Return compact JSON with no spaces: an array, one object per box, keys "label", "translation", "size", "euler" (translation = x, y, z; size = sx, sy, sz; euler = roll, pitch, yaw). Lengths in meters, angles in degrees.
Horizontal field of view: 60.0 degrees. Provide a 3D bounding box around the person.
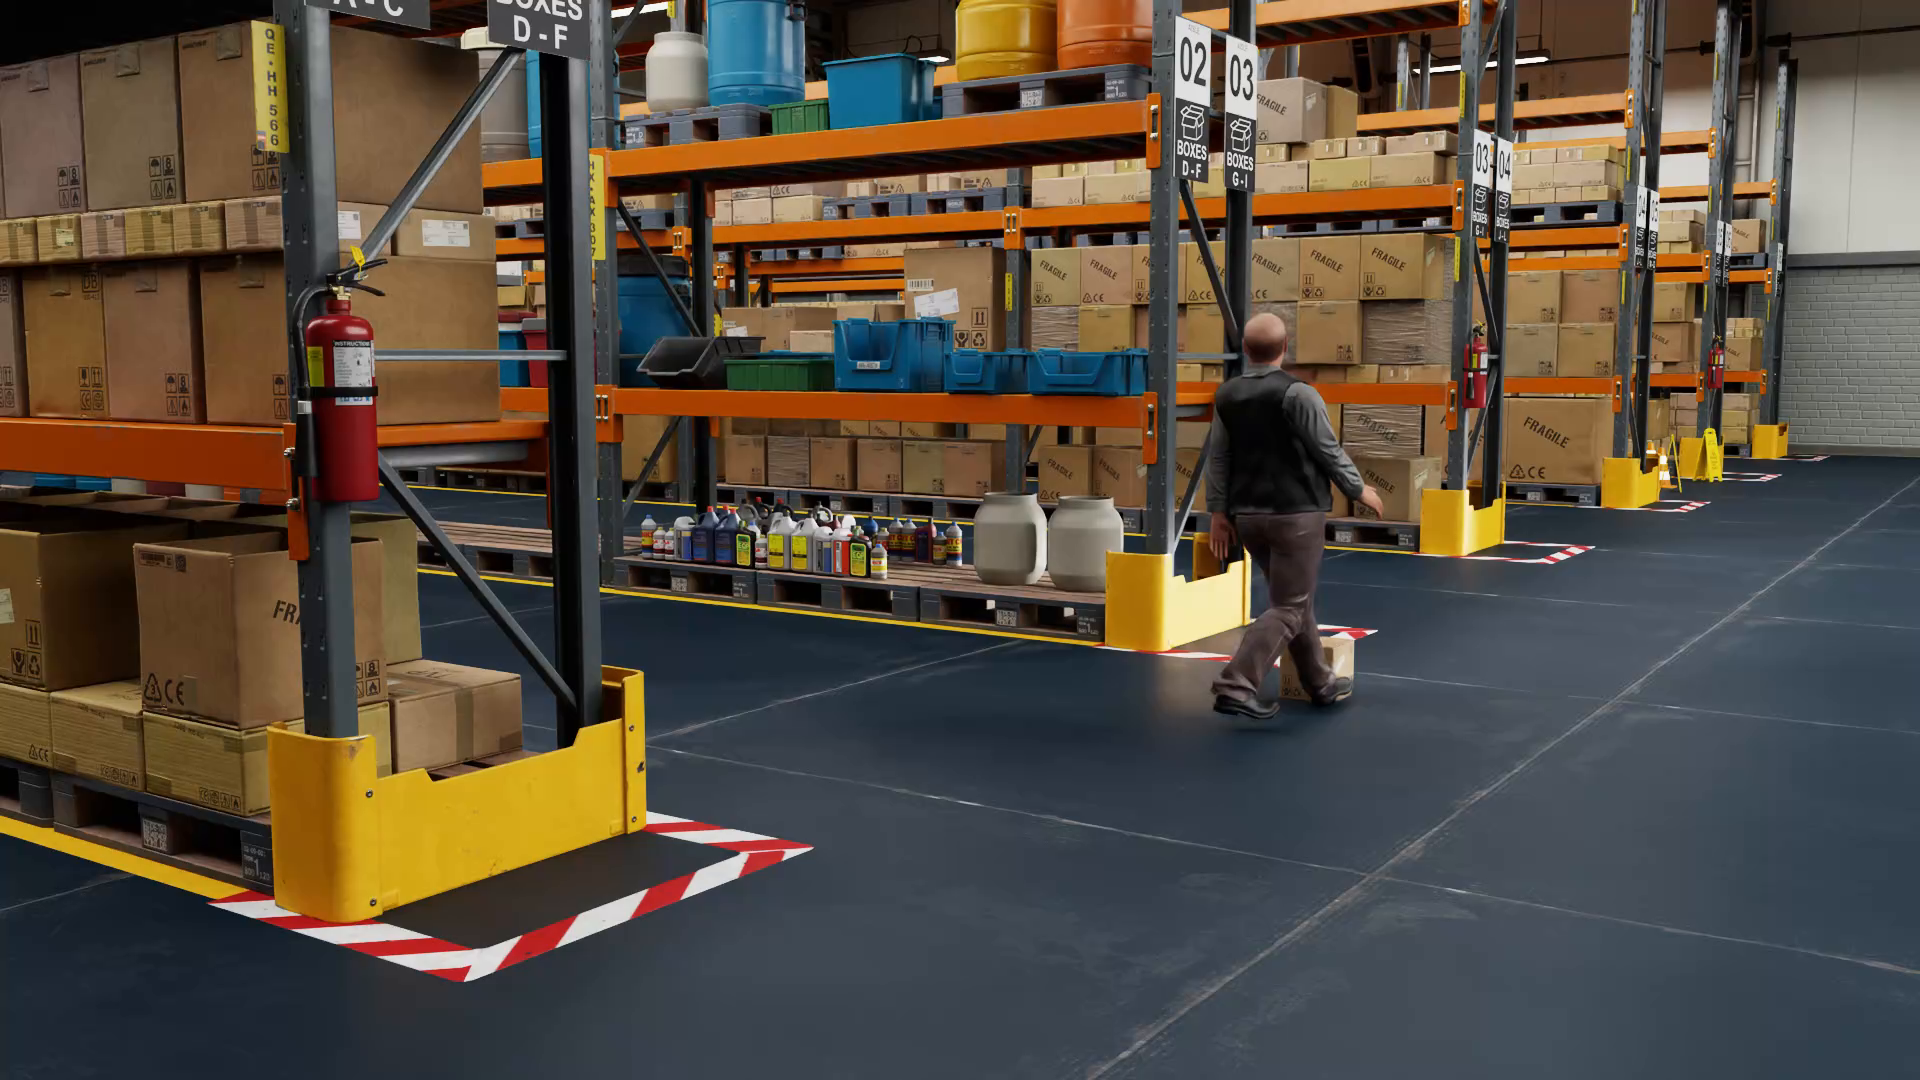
[{"label":"person","translation":[1.392,-0.098,6.914],"size":[0.942,1.673,0.594],"euler":[-5,8,-37]}]
